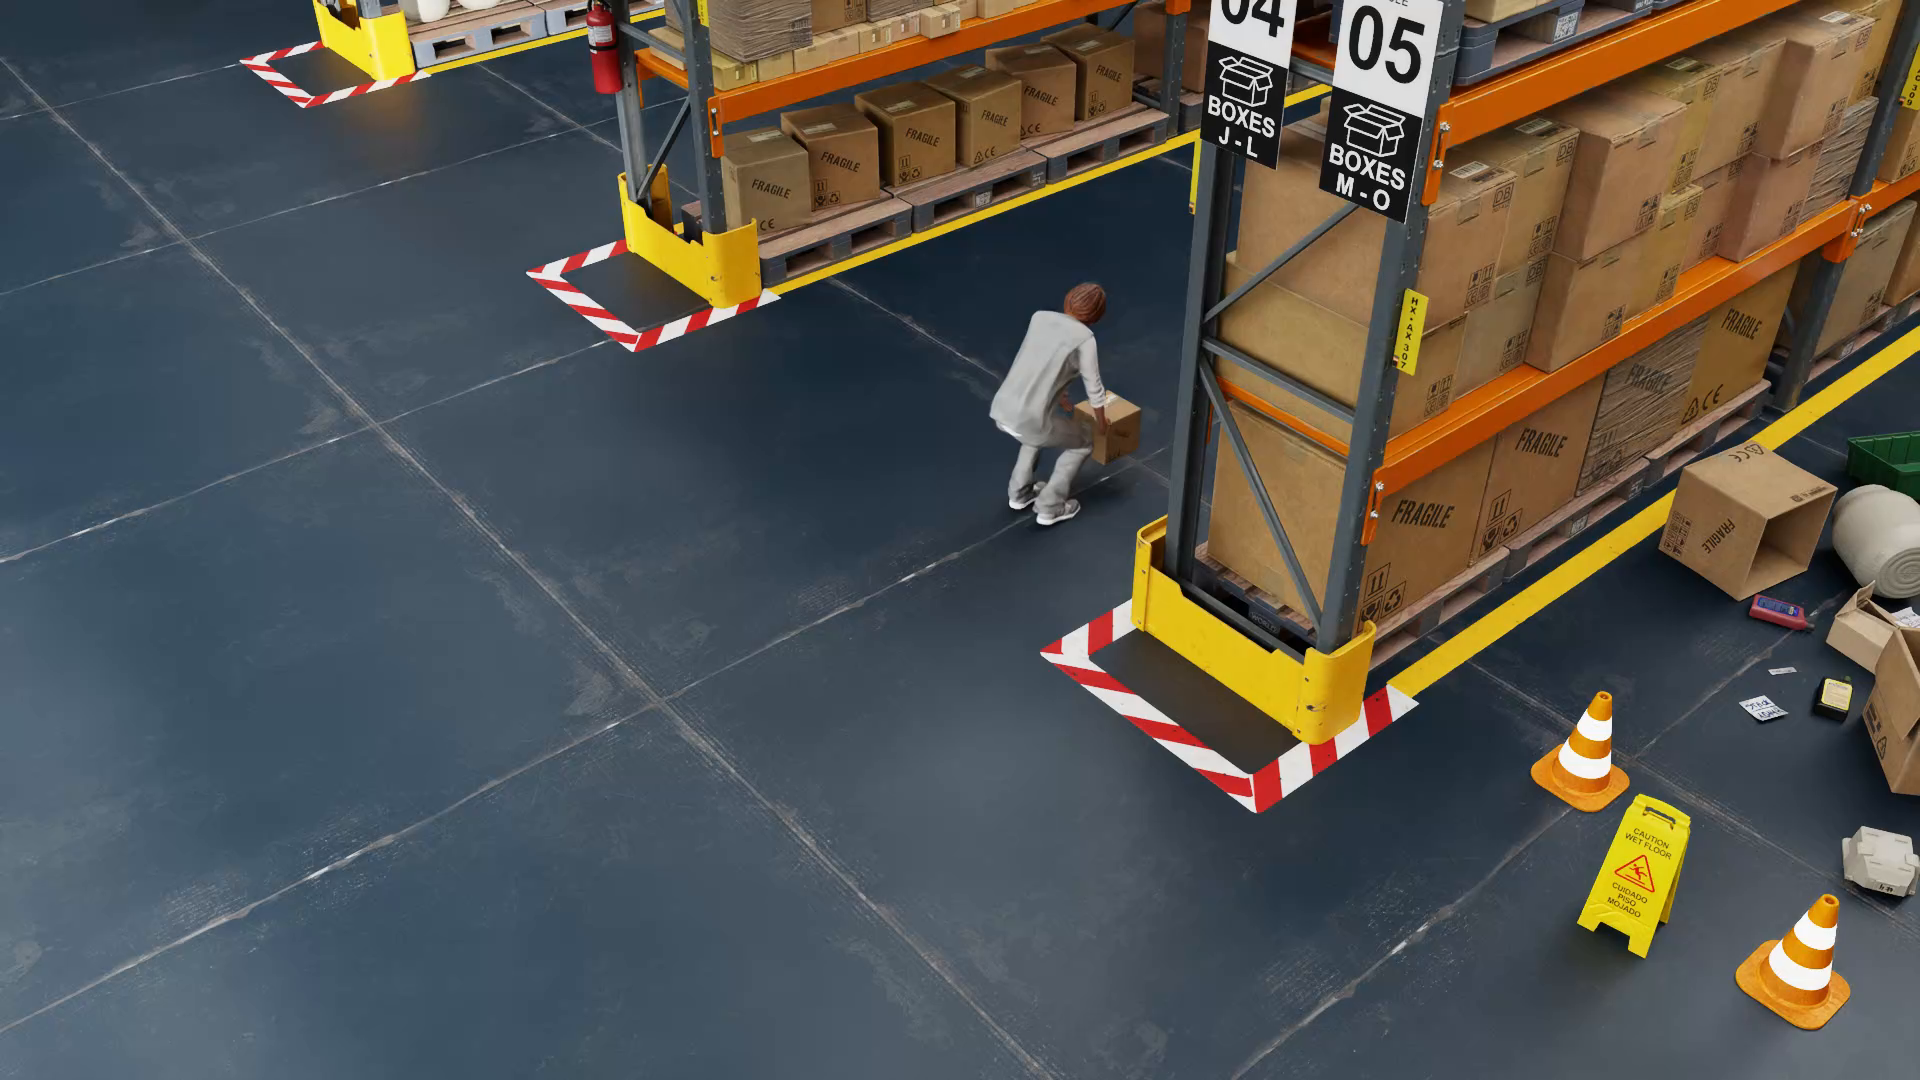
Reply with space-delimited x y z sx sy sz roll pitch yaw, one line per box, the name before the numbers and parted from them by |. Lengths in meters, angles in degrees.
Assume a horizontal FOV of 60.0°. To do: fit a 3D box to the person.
person | 0.442 -0.665 8.345 0.710 1.175 0.462 -27 44 -31
